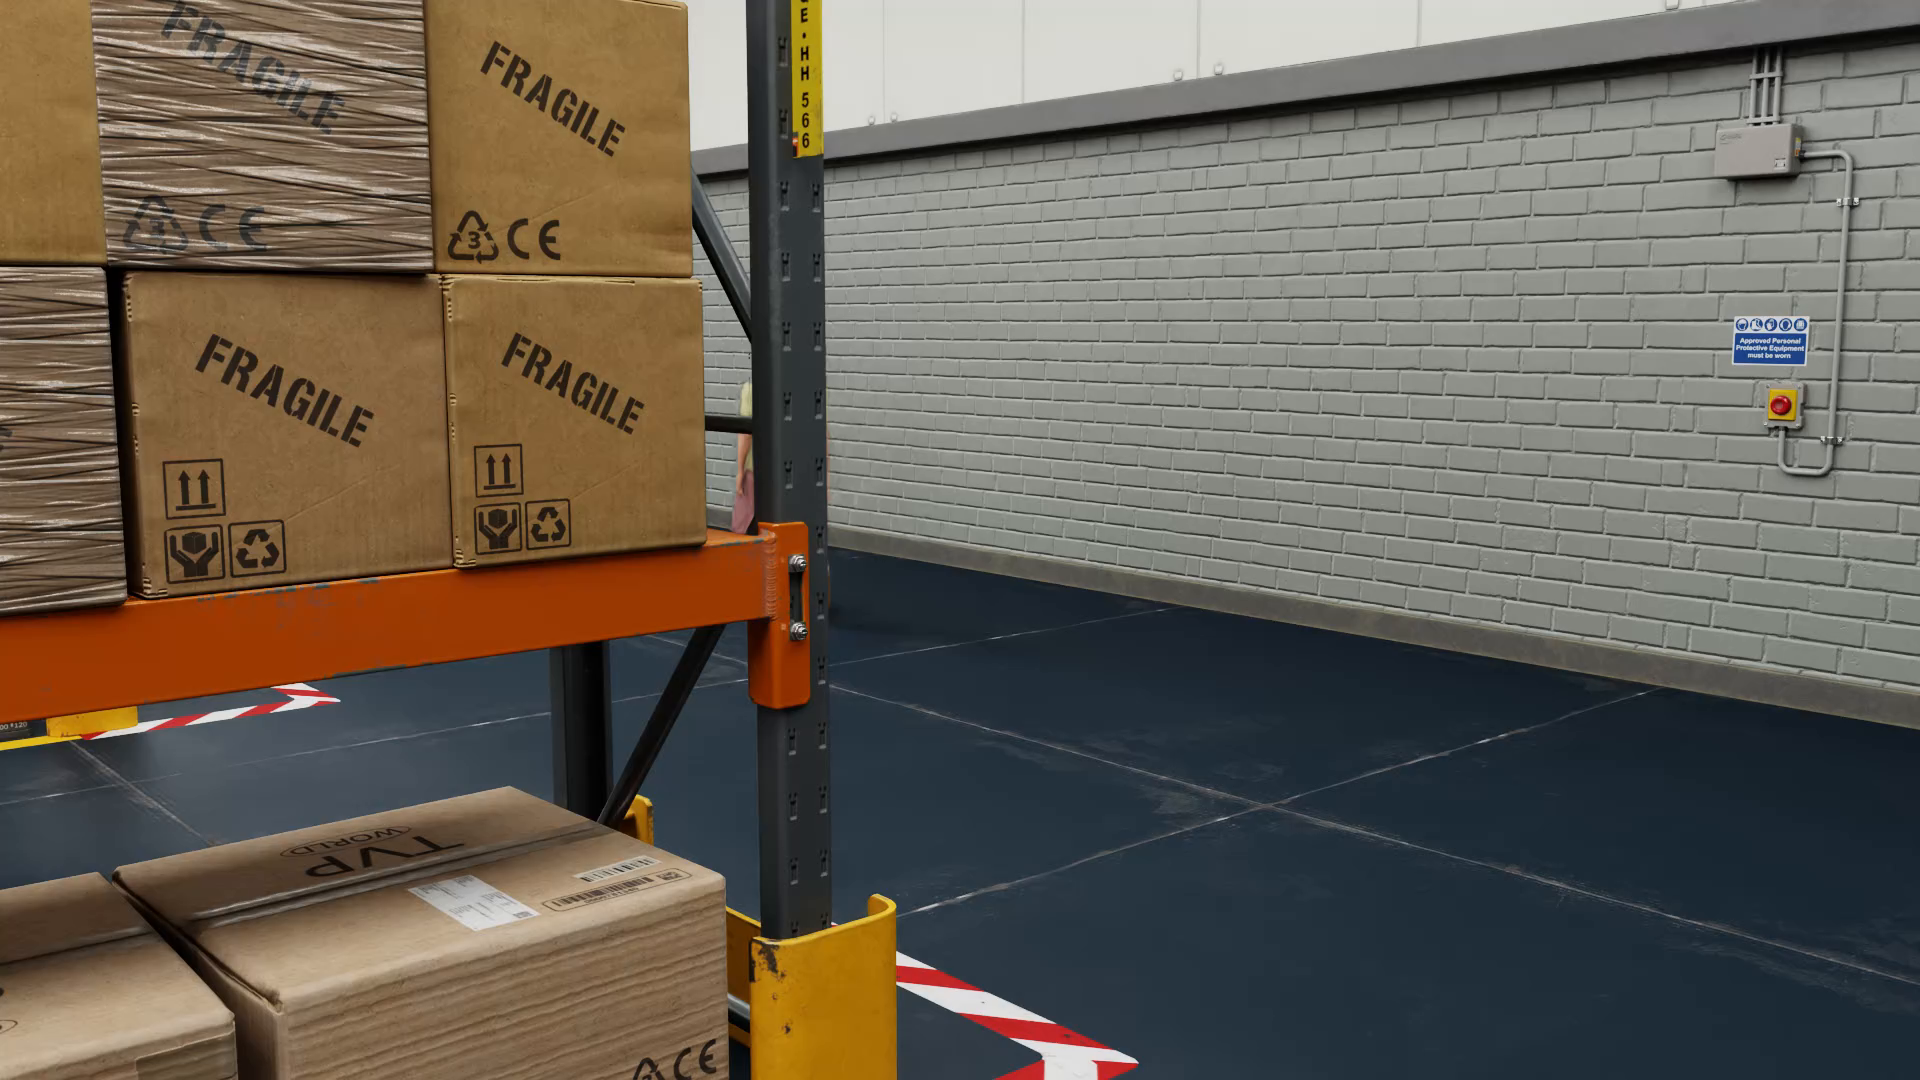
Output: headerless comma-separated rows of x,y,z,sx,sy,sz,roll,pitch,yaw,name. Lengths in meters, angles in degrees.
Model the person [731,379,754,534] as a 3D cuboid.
-1.085,-0.394,9.704,0.703,1.647,0.458,6,10,40,person
